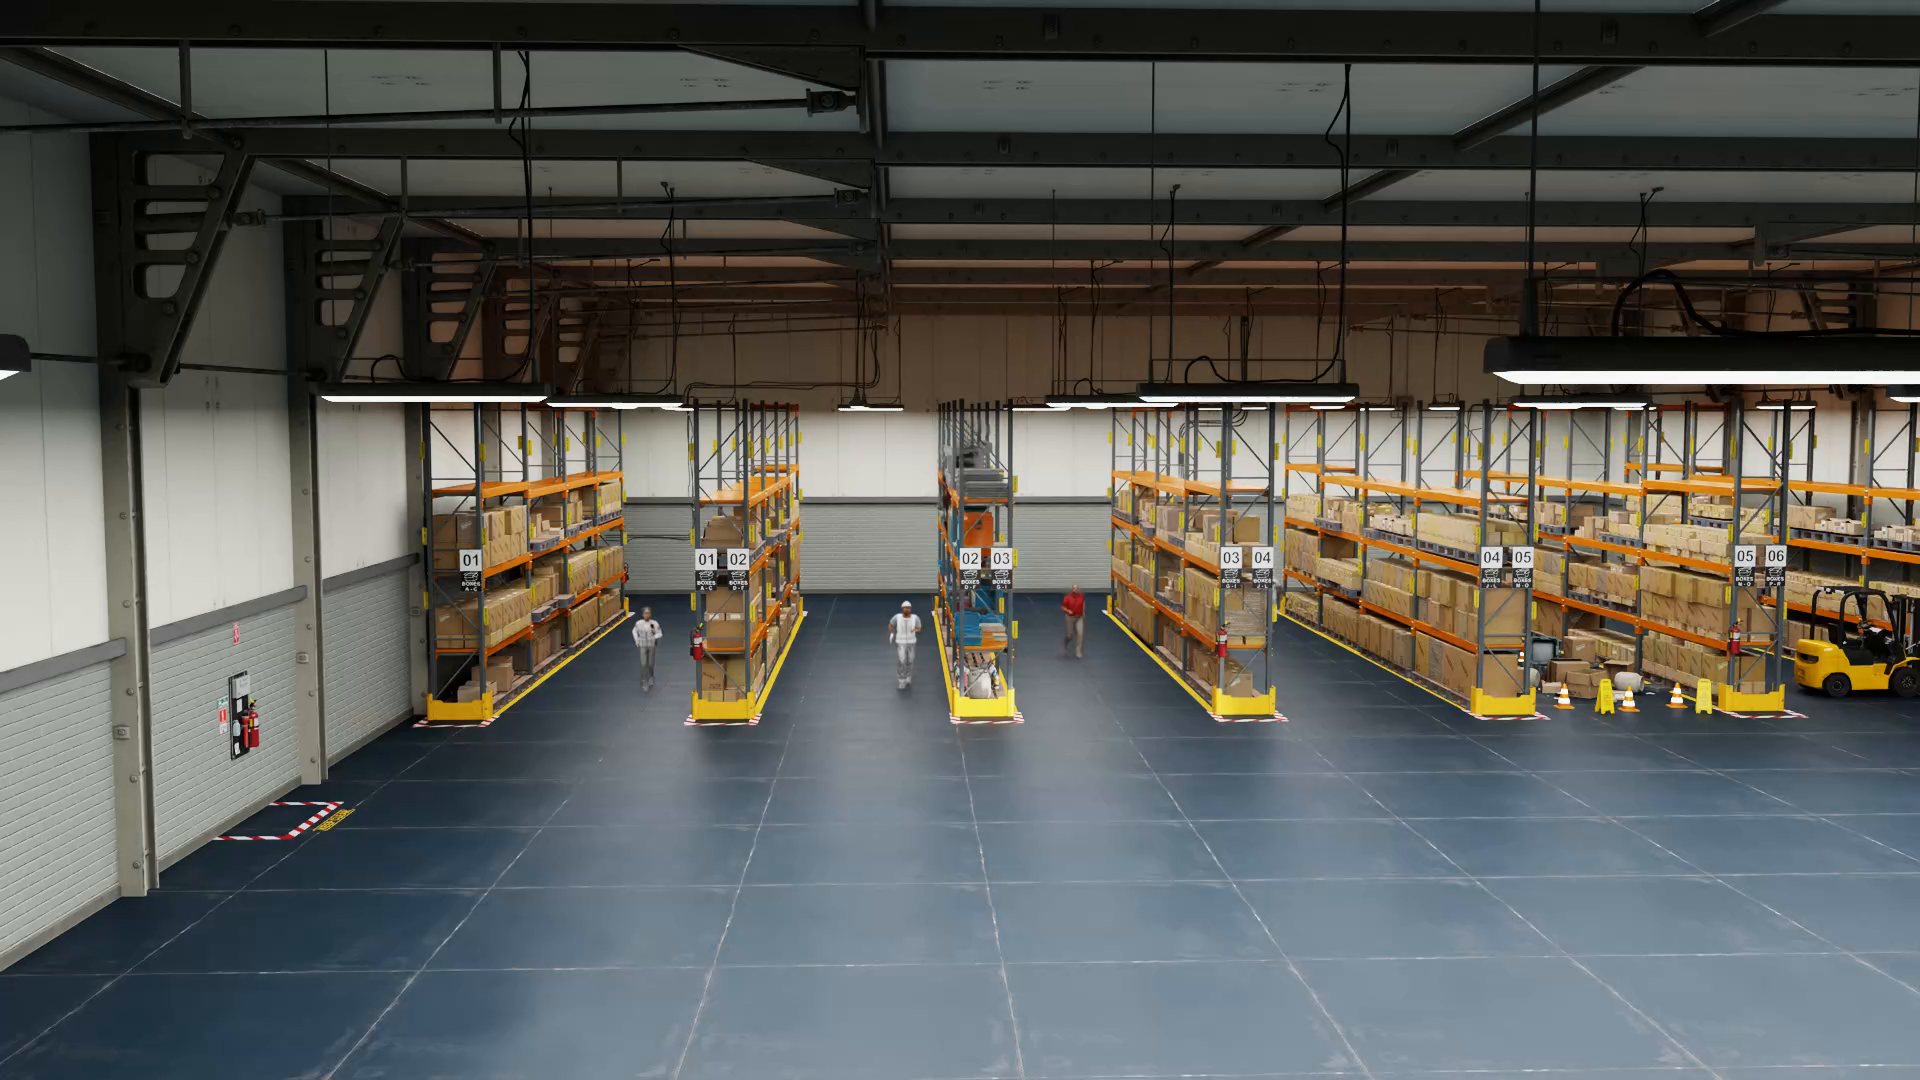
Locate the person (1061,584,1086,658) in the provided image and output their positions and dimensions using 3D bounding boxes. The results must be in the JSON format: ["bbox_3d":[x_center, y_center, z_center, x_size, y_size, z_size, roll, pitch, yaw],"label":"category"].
[{"bbox_3d":[2.686,1.880,39.348,0.647,1.719,0.943,-1,4,-14],"label":"person"}]

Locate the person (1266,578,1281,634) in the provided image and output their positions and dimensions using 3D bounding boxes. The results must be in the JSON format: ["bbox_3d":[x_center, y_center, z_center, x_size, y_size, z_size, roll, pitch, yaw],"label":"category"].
[{"bbox_3d":[8.120,1.600,43.501,0.581,1.728,0.734,0,4,6],"label":"person"}]

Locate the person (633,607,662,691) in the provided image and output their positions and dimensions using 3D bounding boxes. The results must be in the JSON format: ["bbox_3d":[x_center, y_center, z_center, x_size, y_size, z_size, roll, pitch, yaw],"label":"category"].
[{"bbox_3d":[-6.517,2.241,34.679,0.615,1.716,0.796,-1,4,-8],"label":"person"}]

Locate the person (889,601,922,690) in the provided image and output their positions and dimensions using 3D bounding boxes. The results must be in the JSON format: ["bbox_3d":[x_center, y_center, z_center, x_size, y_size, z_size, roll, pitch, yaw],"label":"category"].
[{"bbox_3d":[-1.128,2.195,34.747,0.657,1.841,0.770,-1,4,-11],"label":"person"}]
